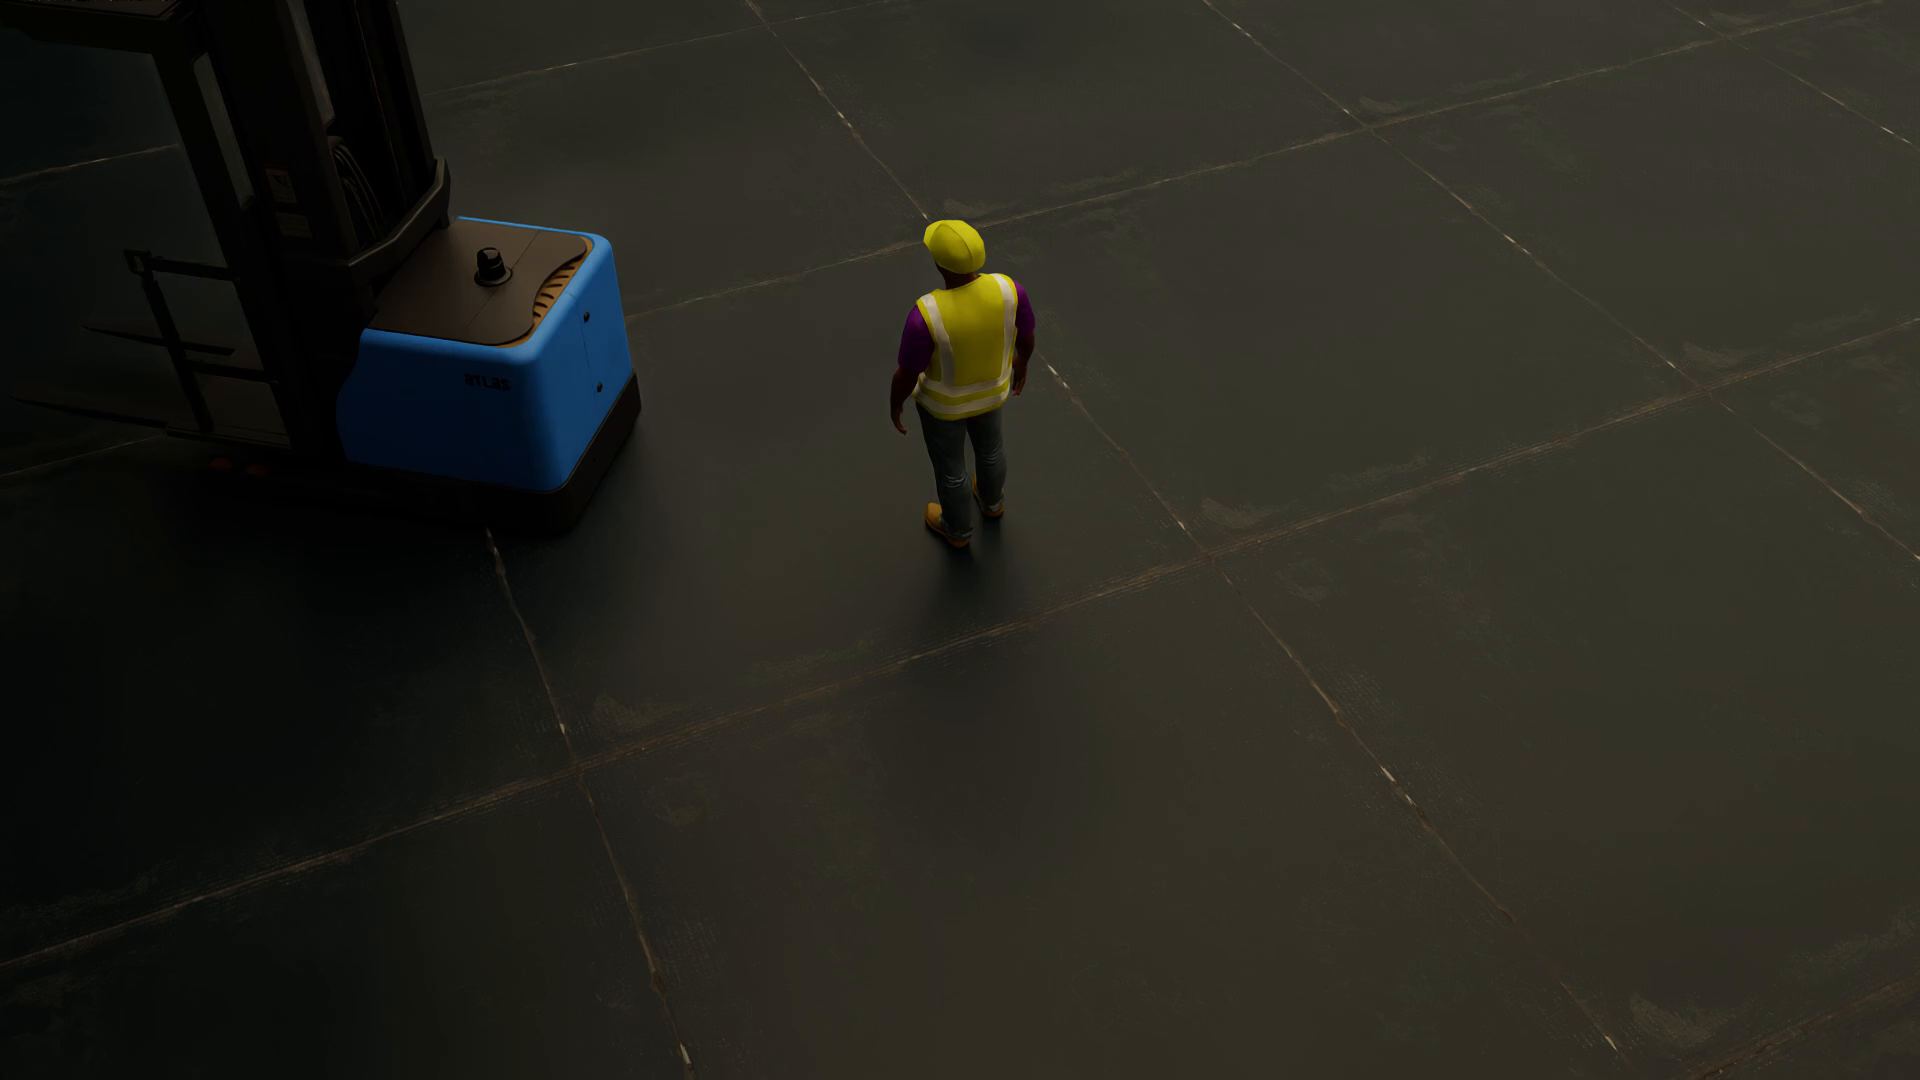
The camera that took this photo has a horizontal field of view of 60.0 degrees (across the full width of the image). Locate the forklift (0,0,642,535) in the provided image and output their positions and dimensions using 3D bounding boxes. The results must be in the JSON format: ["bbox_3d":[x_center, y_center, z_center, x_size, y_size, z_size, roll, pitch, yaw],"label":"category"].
[{"bbox_3d":[-3.188,-1.621,7.417,3.031,2.935,1.130,9,44,9],"label":"forklift"}]

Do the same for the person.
[{"bbox_3d":[-0.025,-0.696,7.269,0.666,1.768,0.575,-18,46,-18],"label":"person"}]
